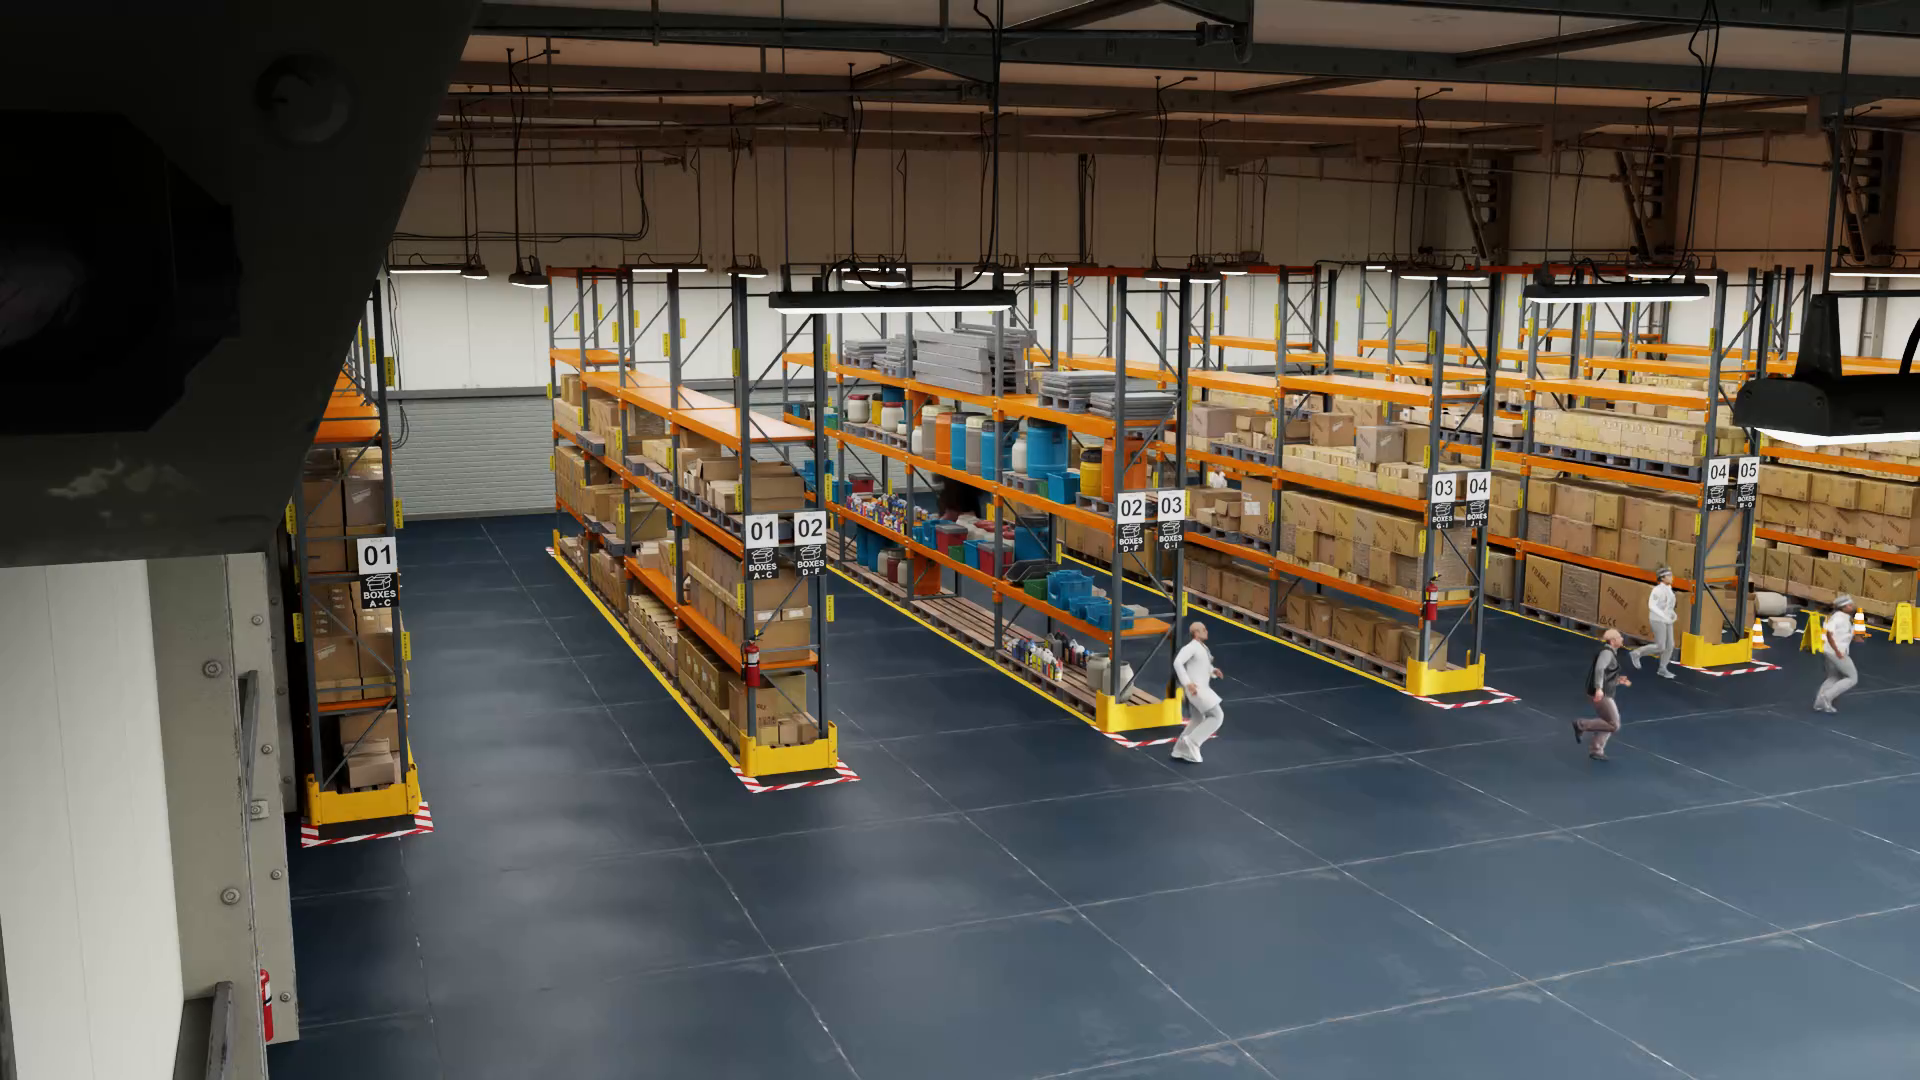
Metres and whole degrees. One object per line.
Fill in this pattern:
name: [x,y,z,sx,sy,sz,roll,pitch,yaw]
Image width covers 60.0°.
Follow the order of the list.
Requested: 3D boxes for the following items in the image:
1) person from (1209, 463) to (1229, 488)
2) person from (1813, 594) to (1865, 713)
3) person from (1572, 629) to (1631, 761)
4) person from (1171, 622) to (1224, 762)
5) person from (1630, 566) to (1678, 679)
person: [5.598,-0.854,36.406,0.679,1.820,0.945,-4,11,-24]
person: [12.141,1.556,22.892,0.584,1.667,0.559,3,10,16]
person: [8.030,1.944,20.795,0.681,1.678,0.693,2,10,13]
person: [2.983,1.893,20.803,0.637,1.741,0.705,1,10,8]
person: [10.474,1.208,24.958,0.679,1.674,0.649,9,14,43]
